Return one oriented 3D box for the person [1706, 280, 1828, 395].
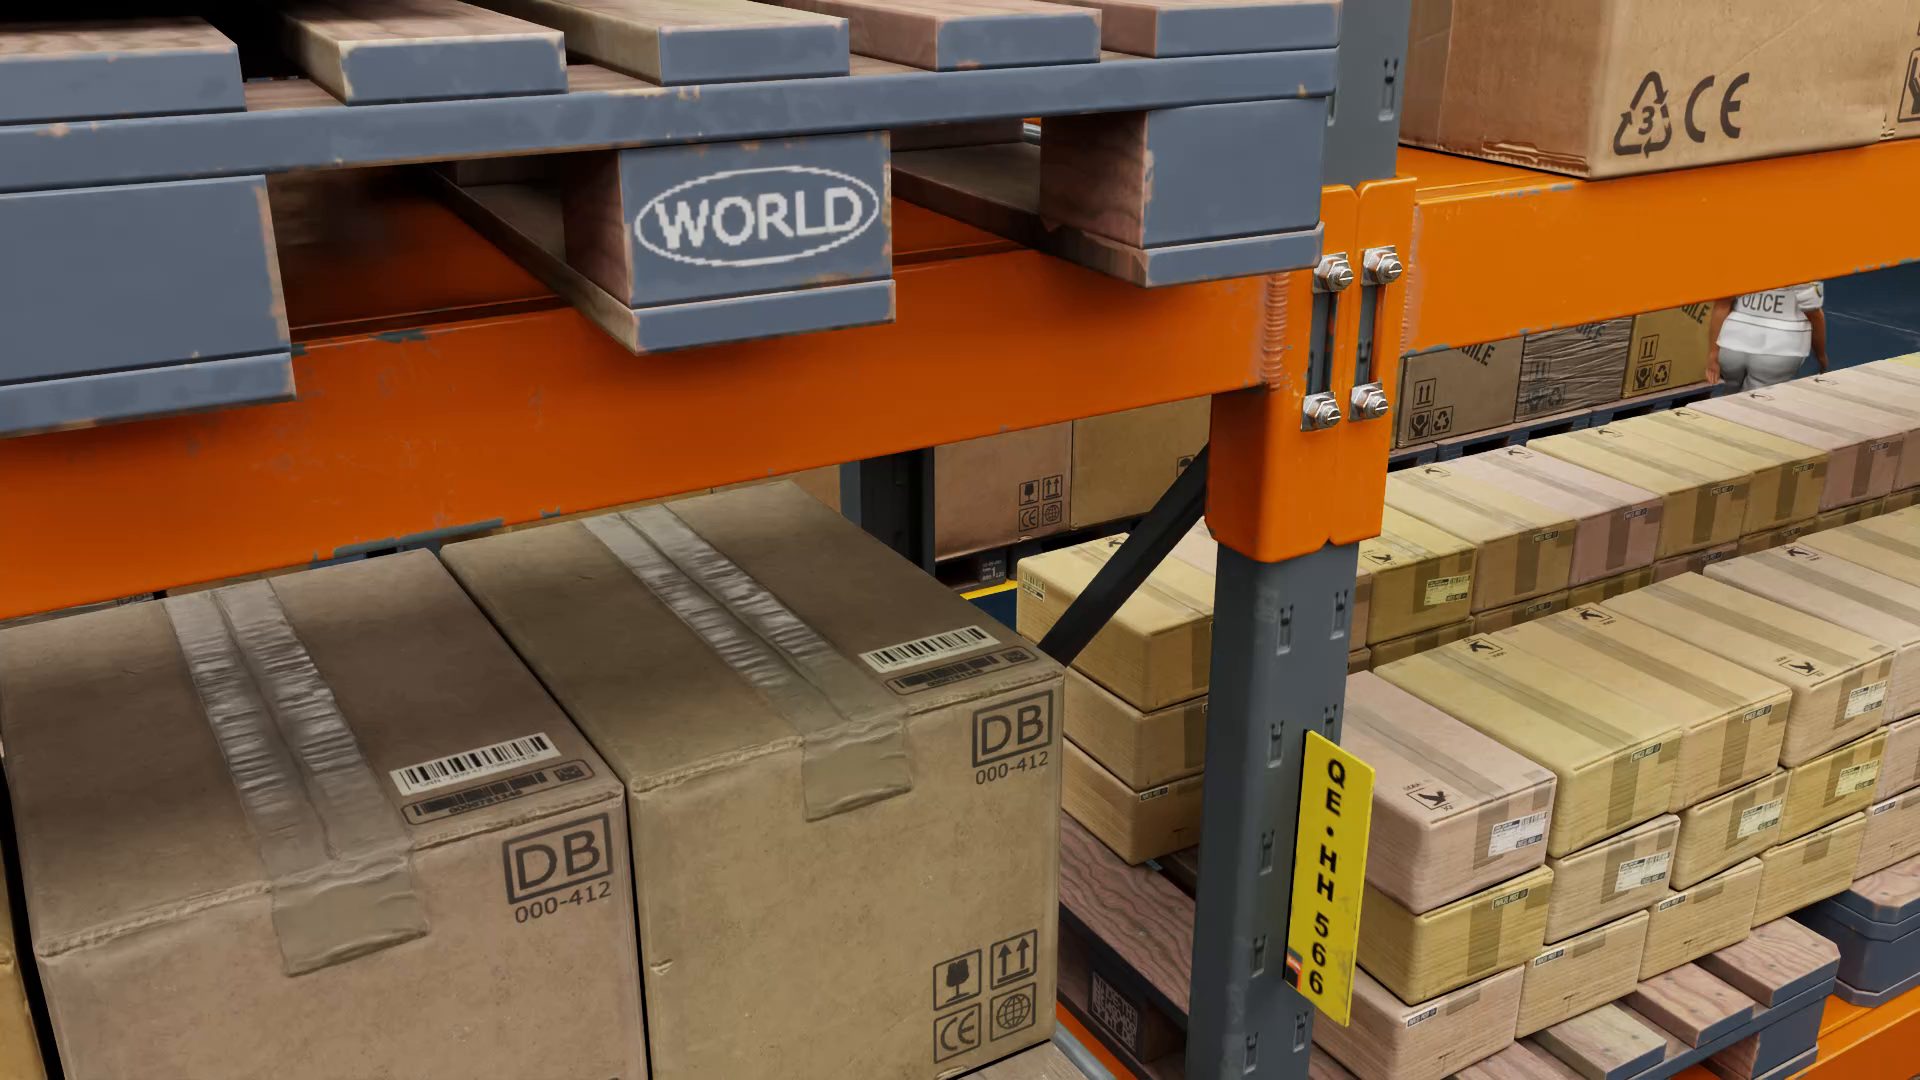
[{"bbox_3d":[4.114,-0.928,8.403,0.837,1.664,0.474,-11,25,-26],"label":"person"}]
